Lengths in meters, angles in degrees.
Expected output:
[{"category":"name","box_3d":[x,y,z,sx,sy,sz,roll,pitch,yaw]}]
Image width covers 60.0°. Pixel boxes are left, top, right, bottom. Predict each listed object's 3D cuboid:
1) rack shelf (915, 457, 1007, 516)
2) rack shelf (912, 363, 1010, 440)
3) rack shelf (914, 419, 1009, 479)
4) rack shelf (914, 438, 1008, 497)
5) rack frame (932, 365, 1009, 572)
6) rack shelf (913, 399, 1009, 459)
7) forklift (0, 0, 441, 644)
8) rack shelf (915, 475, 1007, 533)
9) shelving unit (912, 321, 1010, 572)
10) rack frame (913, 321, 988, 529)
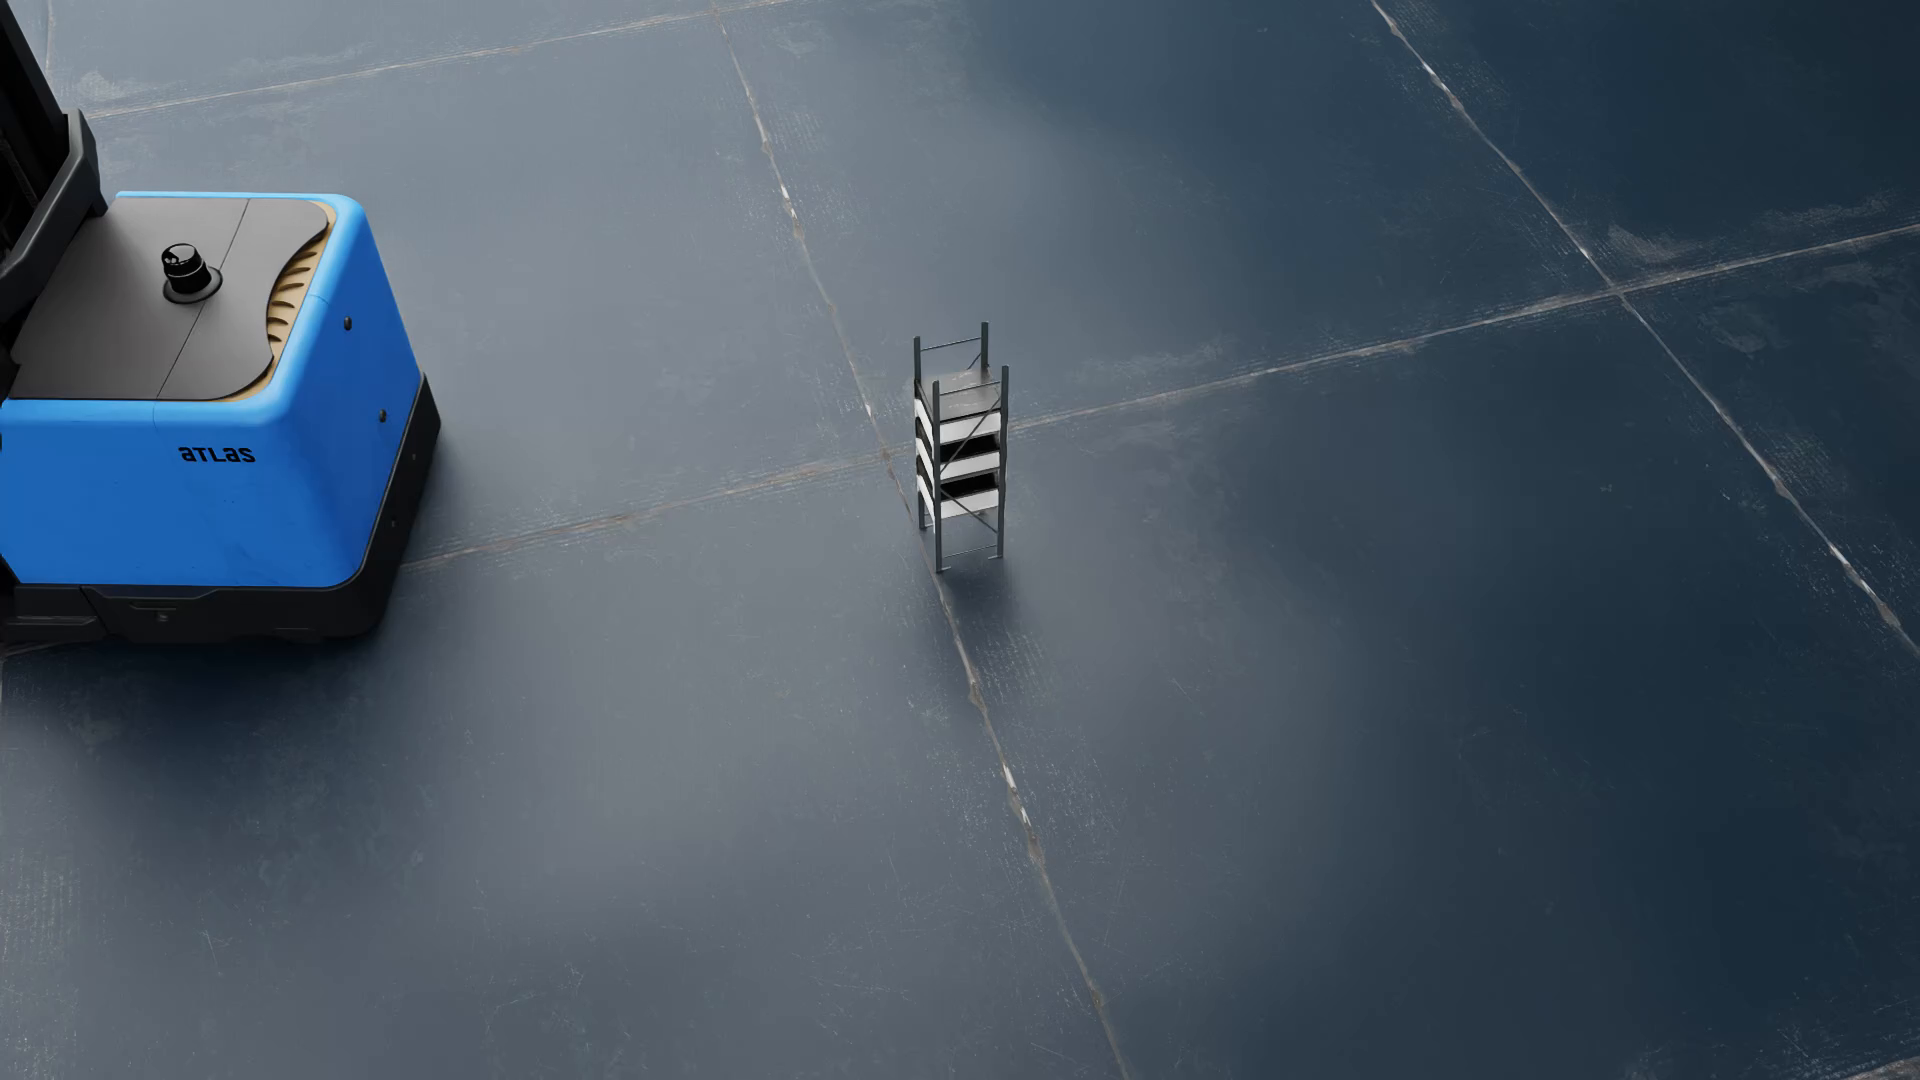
[{"category":"rack shelf","box_3d":[0.002,-0.205,5.495,0.258,0.077,0.200,-13,51,-11]},{"category":"rack shelf","box_3d":[0.002,-0.437,5.220,0.258,0.077,0.200,-13,51,-11]},{"category":"rack shelf","box_3d":[0.002,-0.321,5.358,0.258,0.077,0.200,-13,51,-11]},{"category":"rack shelf","box_3d":[0.002,-0.263,5.426,0.258,0.077,0.200,-13,51,-11]},{"category":"rack frame","box_3d":[0.032,-0.210,5.338,0.240,0.900,0.006,-13,51,-11]},{"category":"rack shelf","box_3d":[0.002,-0.379,5.289,0.258,0.077,0.200,-13,51,-11]},{"category":"forklift","box_3d":[-3.396,-1.006,4.681,3.031,2.935,1.130,1,50,1]},{"category":"rack shelf","box_3d":[0.002,-0.147,5.564,0.258,0.077,0.200,-13,51,-11]},{"category":"shelving unit","box_3d":[0.002,-0.284,5.401,0.258,0.900,0.210,-13,51,-11]},{"category":"rack frame","box_3d":[-0.028,-0.358,5.464,0.240,0.900,0.006,-13,51,-11]}]
